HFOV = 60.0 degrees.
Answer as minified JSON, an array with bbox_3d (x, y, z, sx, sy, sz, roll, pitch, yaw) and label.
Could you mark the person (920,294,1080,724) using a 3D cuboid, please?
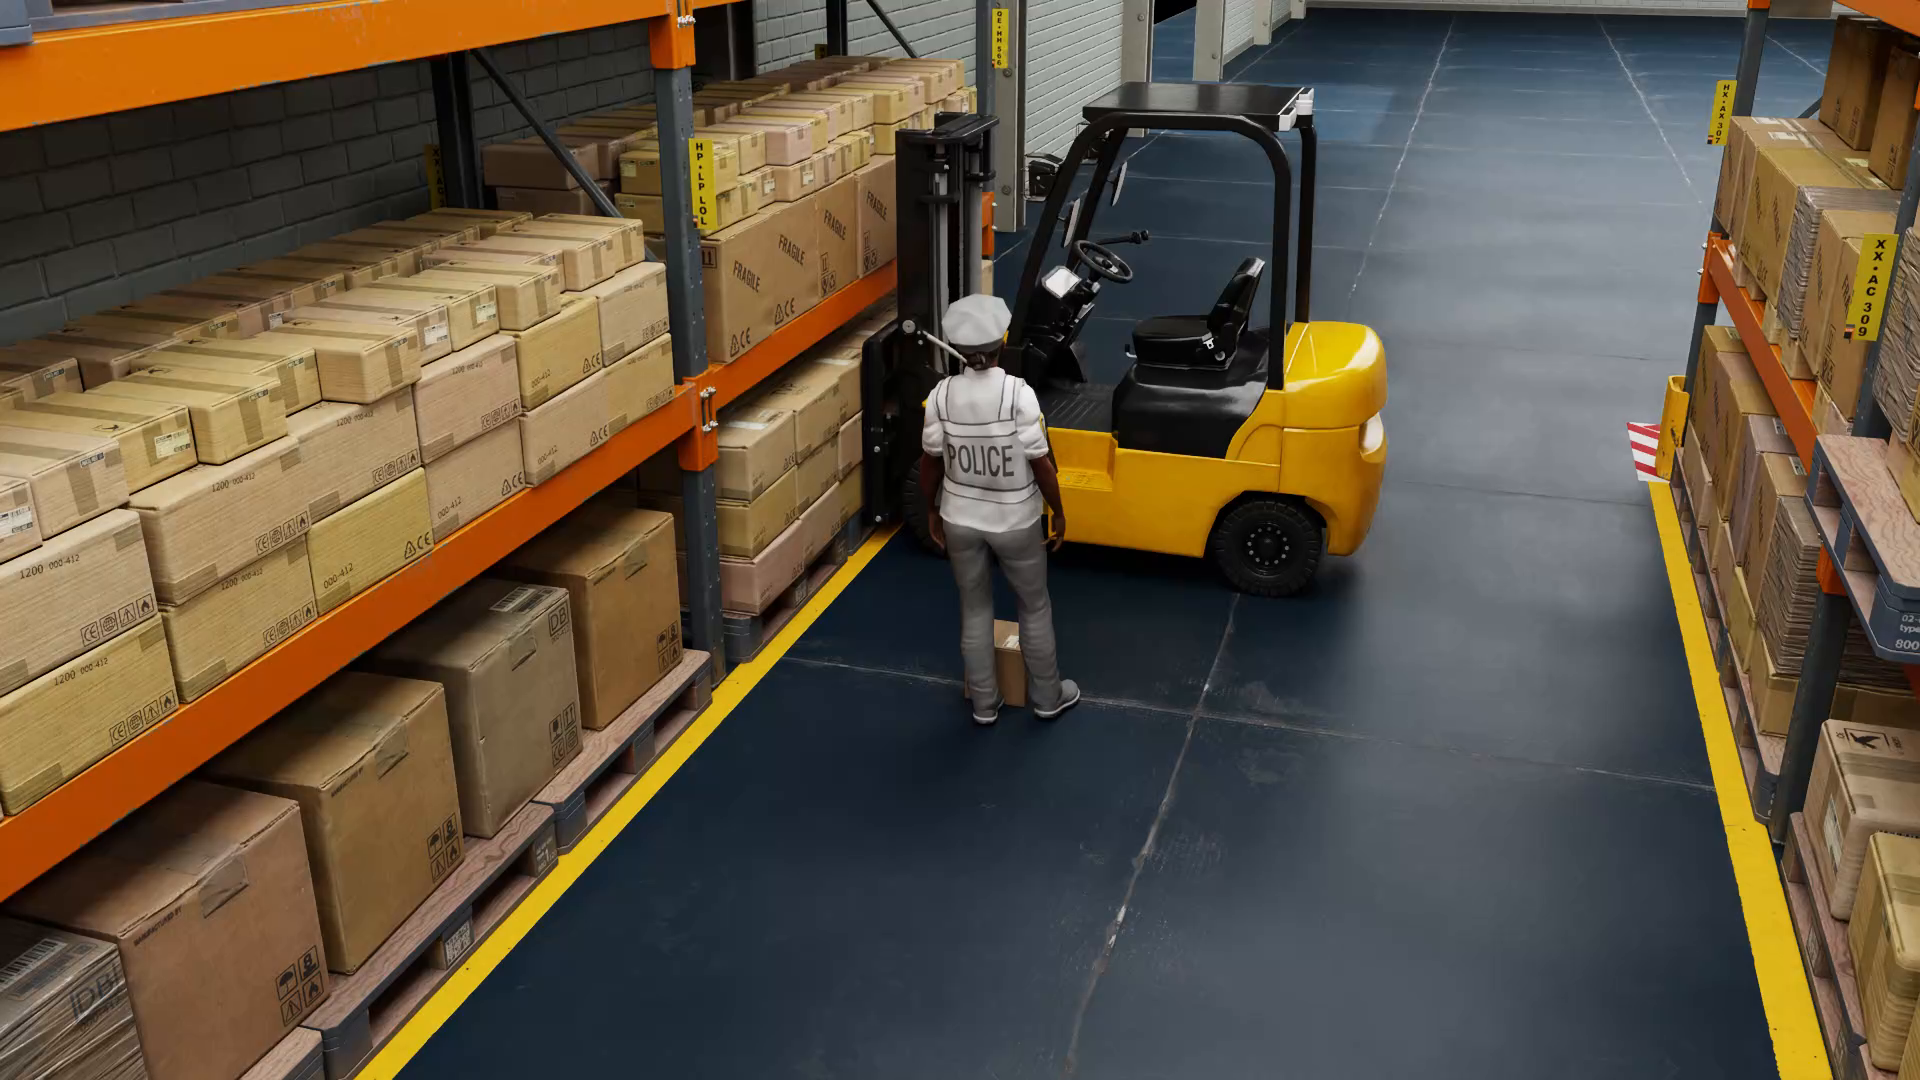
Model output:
[{"bbox_3d":[0.153,-0.105,6.278,0.570,1.696,0.529,7,23,16],"label":"person"}]
